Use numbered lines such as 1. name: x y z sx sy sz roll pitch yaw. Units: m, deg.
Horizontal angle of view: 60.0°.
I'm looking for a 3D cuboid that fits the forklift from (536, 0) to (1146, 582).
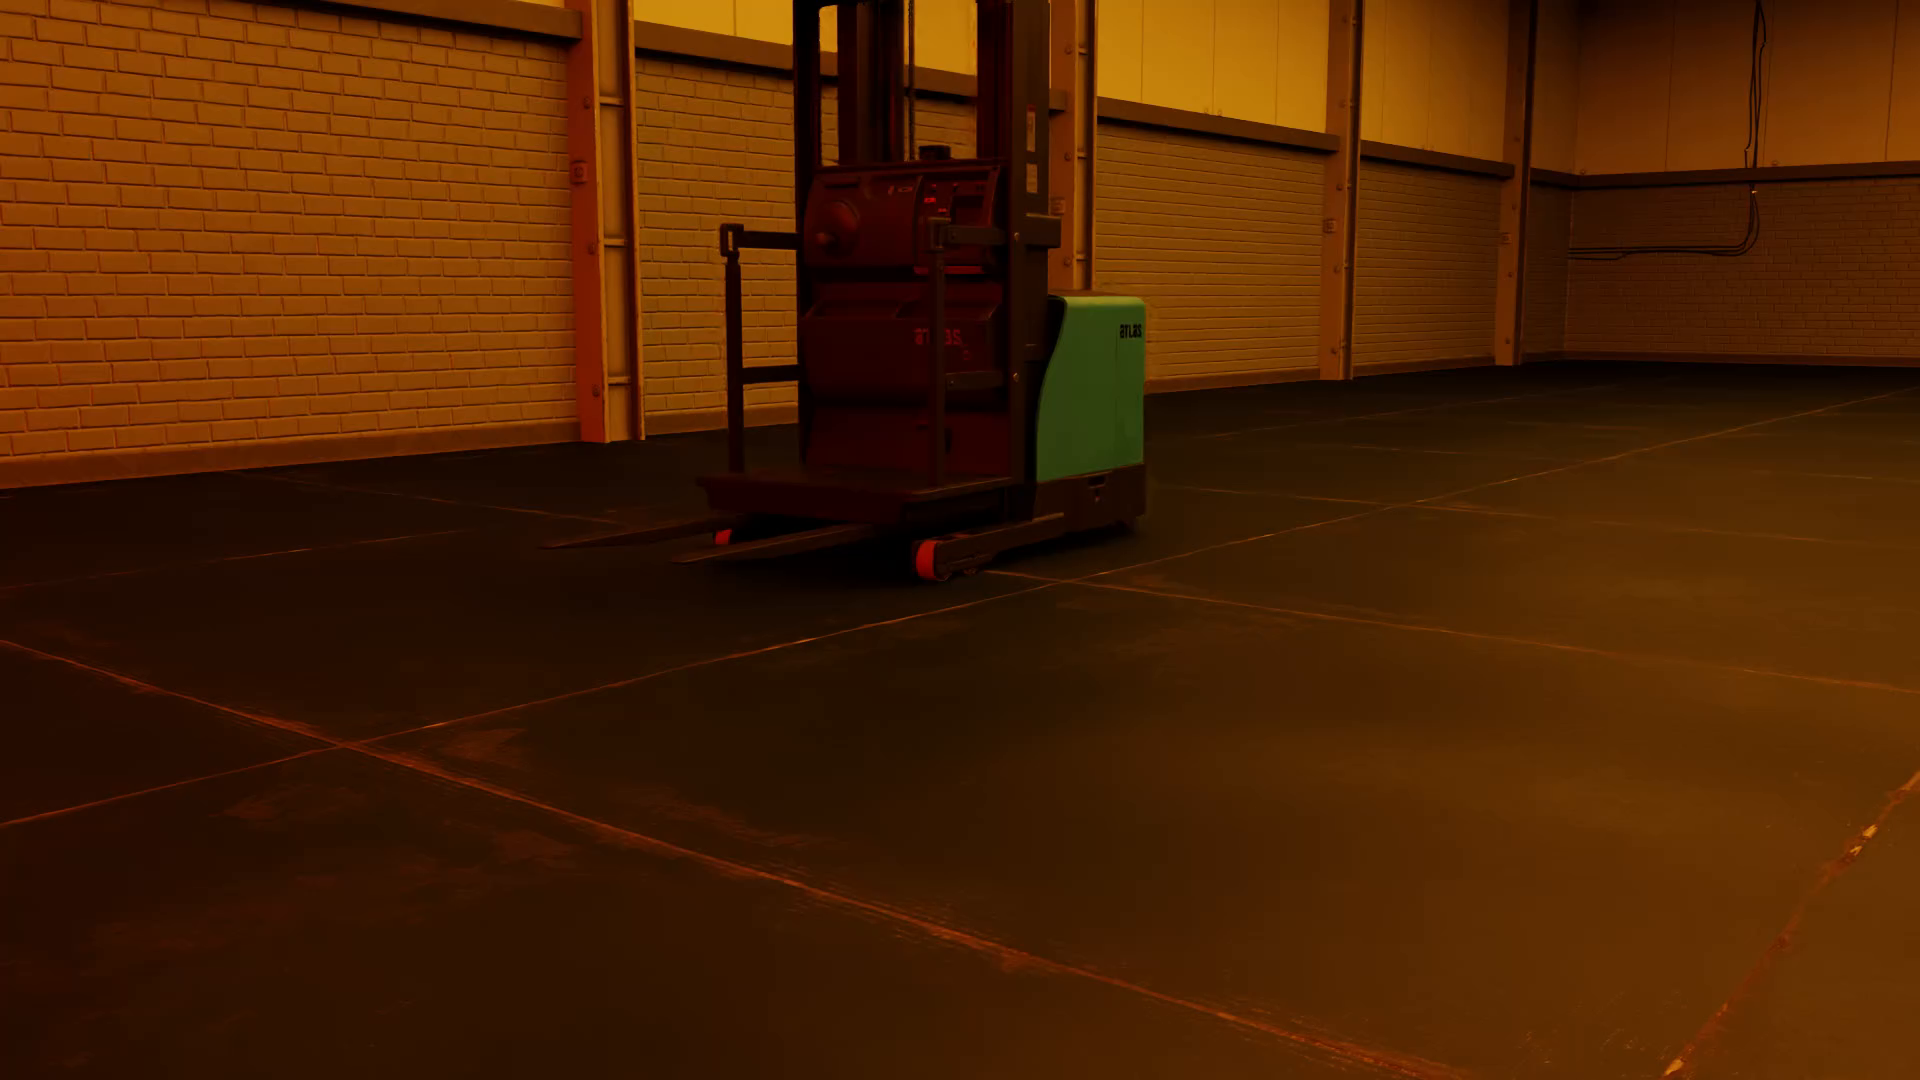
1. forklift: -0.358 -1.366 6.619 1.130 2.935 3.031 5 10 33
